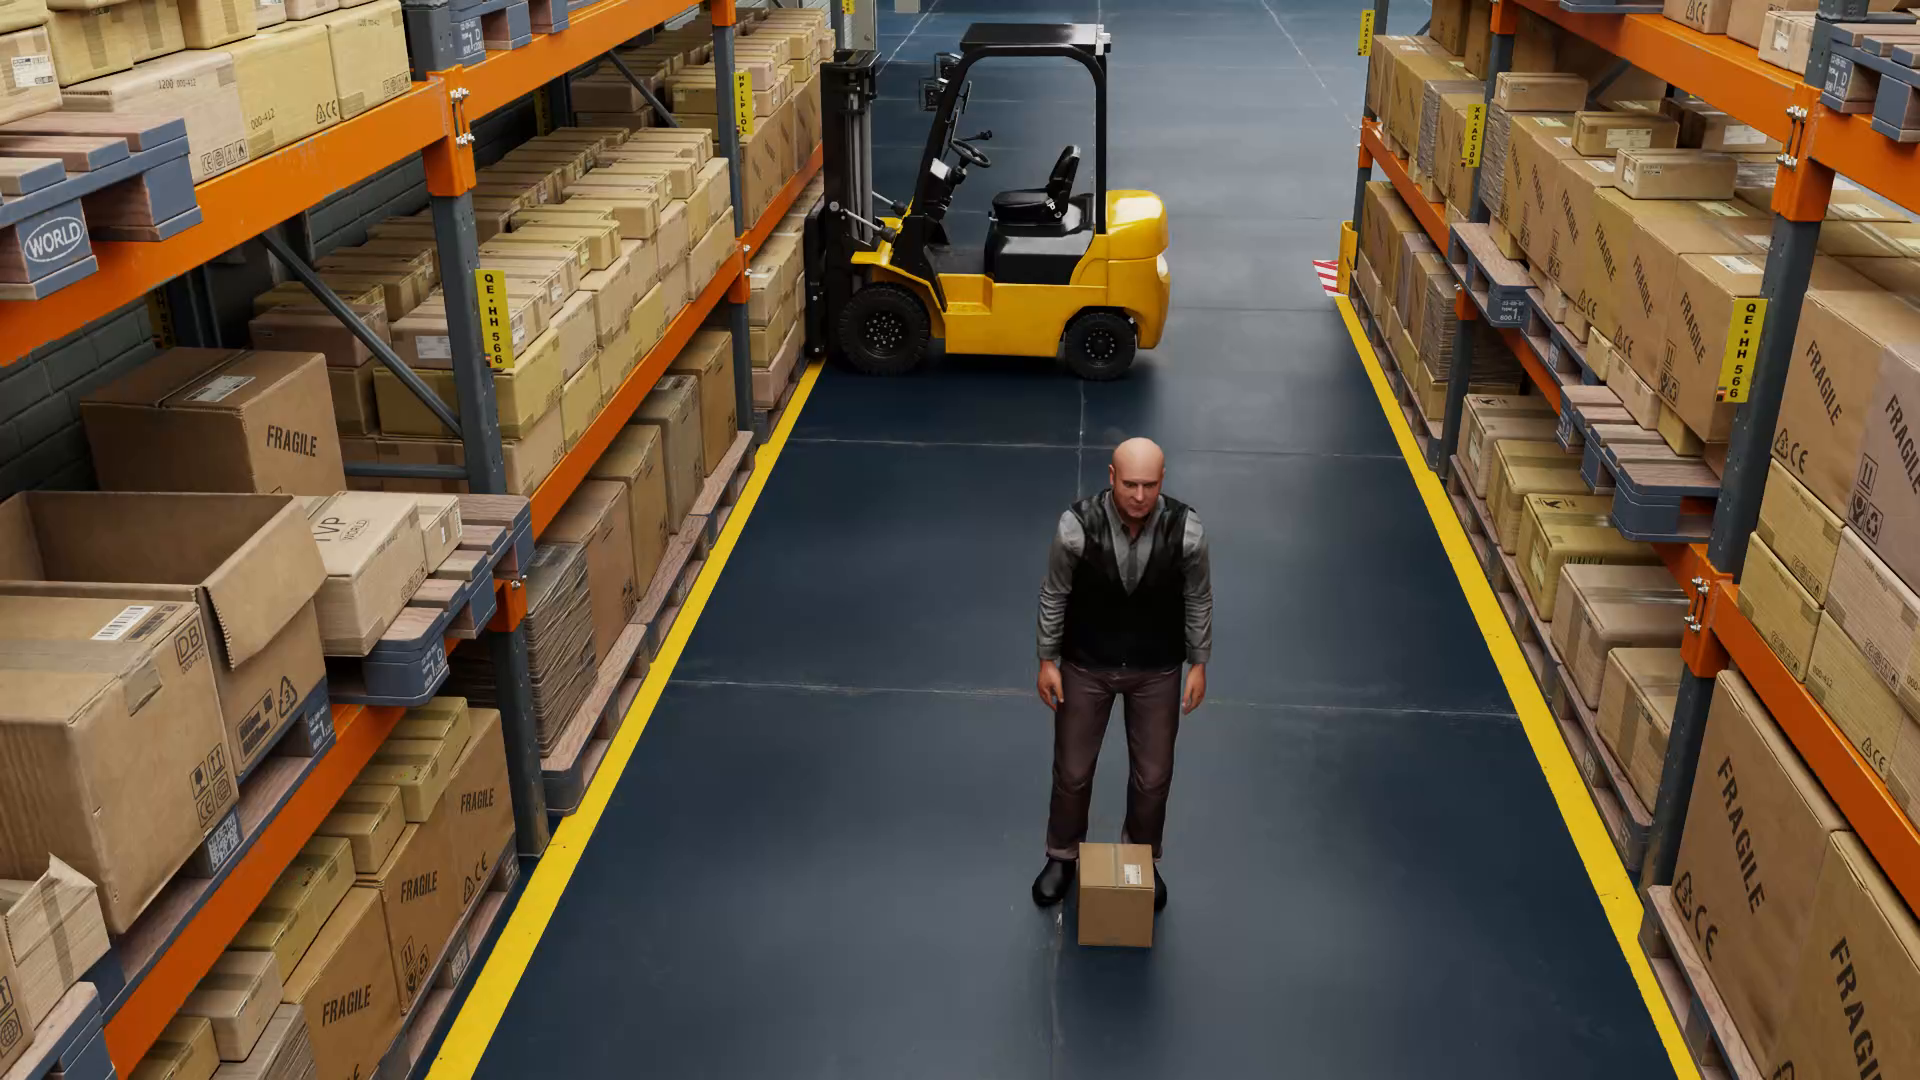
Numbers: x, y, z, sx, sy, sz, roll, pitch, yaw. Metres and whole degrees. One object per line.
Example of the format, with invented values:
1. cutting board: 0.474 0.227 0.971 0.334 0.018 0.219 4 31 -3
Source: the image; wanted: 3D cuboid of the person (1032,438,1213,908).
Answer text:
1. person: 0.553 0.435 5.671 0.589 1.721 0.414 1 24 2
